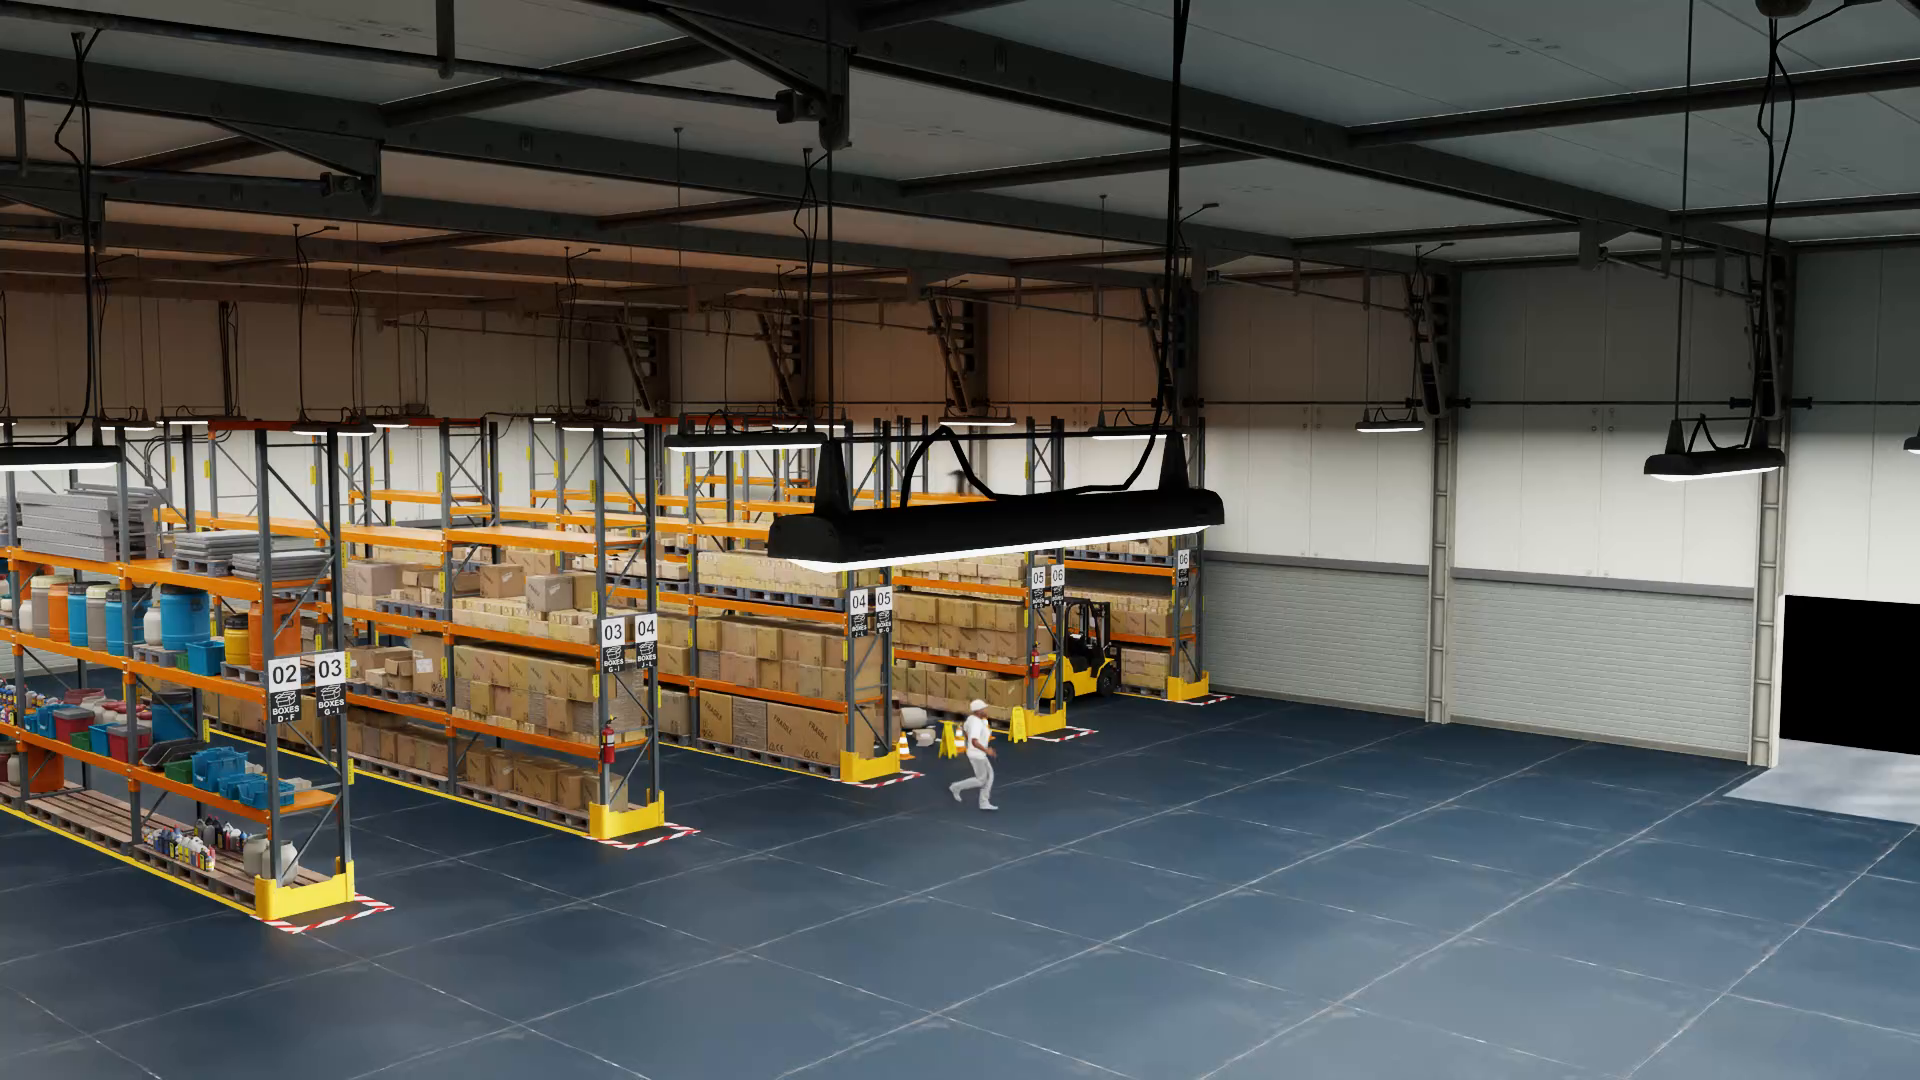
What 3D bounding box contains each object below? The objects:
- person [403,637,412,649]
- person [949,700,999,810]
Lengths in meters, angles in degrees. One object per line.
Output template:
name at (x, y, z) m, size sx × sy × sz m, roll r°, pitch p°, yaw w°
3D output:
person at (-13.641, 2.103, 41.210) m, size 0.604 × 1.617 × 0.652 m, roll 1°, pitch 5°, yaw 16°
person at (0.214, 3.338, 25.790) m, size 0.786 × 1.738 × 0.714 m, roll 0°, pitch 5°, yaw -5°
